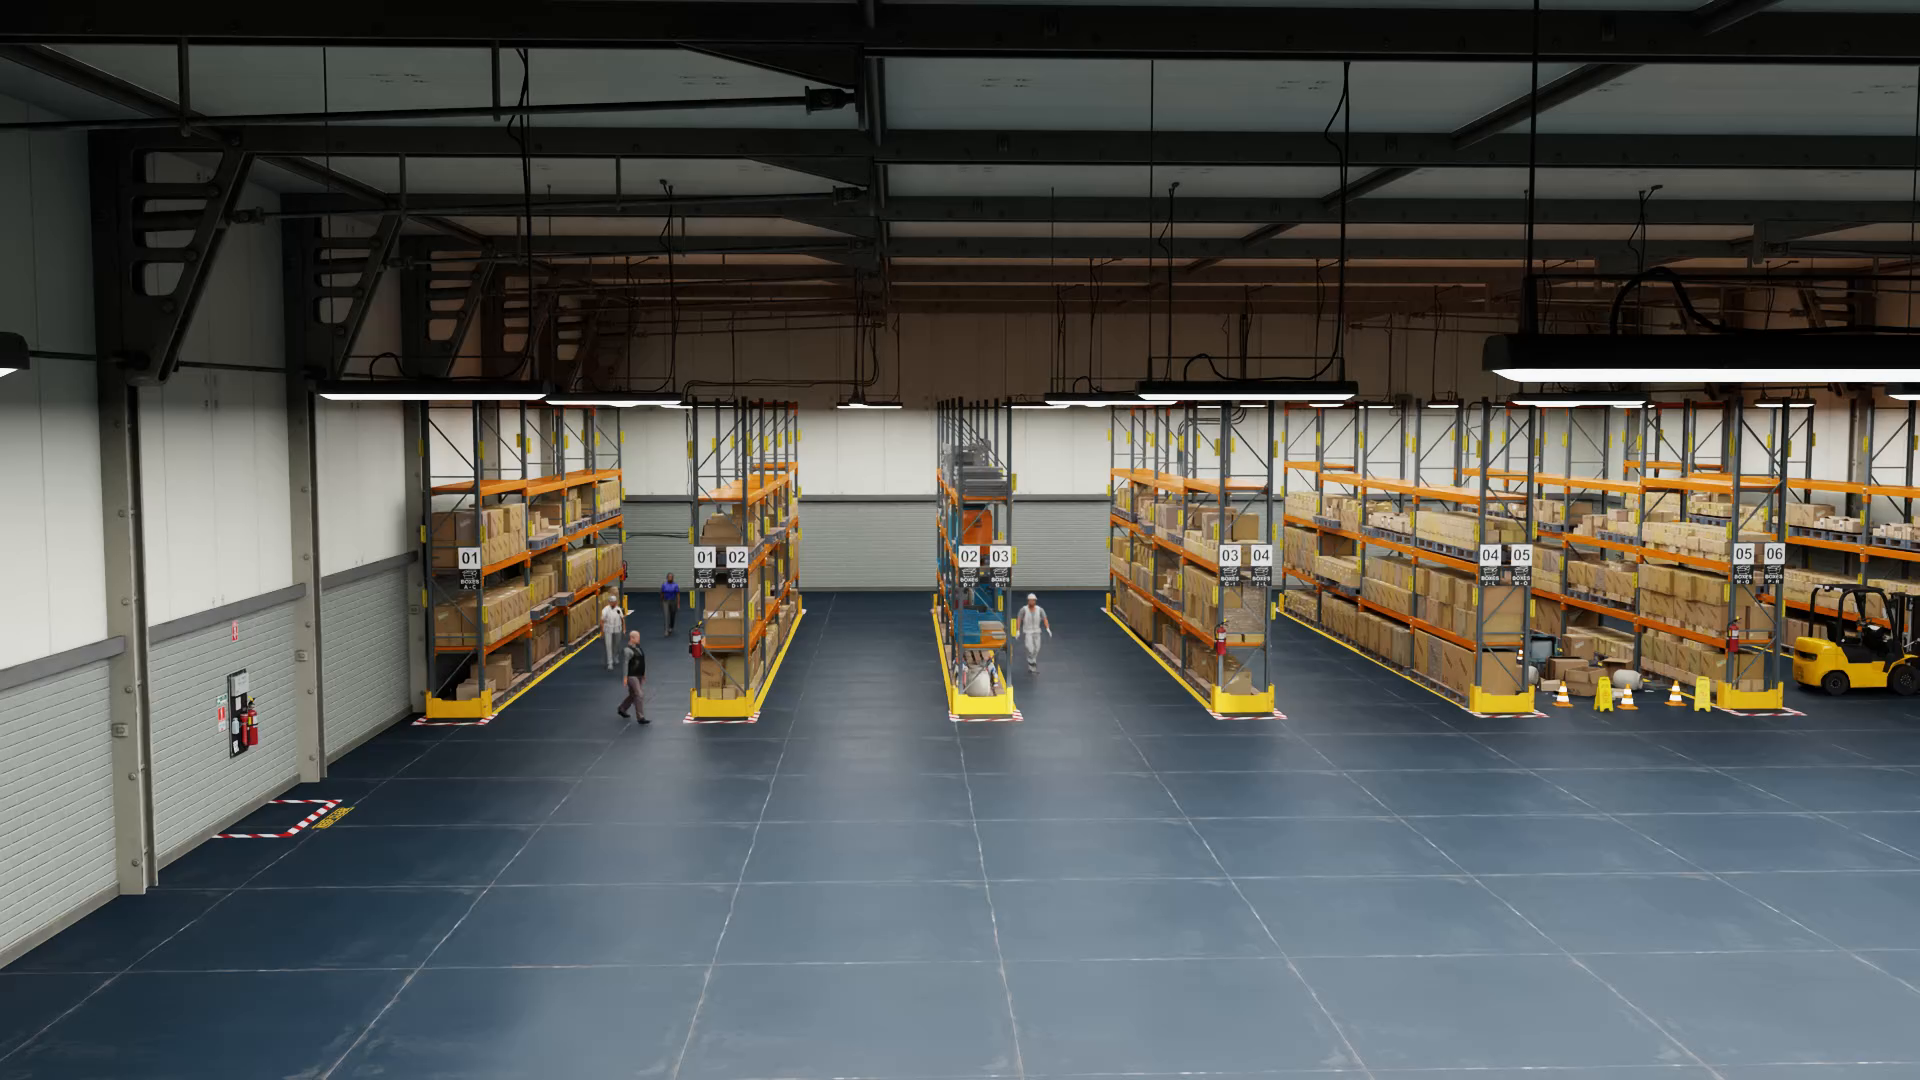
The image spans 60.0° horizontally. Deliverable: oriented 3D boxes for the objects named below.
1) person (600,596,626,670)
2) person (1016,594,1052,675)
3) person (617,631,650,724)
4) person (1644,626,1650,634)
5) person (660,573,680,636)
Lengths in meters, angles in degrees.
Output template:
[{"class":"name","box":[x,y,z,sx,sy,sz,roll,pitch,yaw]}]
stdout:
[{"class":"person","box":[-7.738,2.032,37.090,0.554,1.591,1.066,-1,5,-18]},{"class":"person","box":[1.585,2.086,36.233,0.684,1.843,0.635,-1,5,-18]},{"class":"person","box":[-6.025,2.516,30.672,0.876,1.689,0.550,1,5,18]},{"class":"person","box":[16.549,1.828,39.726,0.494,1.669,0.534,0,4,-2]},{"class":"person","box":[-7.406,1.629,42.512,0.488,1.586,1.062,-1,5,-13]}]
